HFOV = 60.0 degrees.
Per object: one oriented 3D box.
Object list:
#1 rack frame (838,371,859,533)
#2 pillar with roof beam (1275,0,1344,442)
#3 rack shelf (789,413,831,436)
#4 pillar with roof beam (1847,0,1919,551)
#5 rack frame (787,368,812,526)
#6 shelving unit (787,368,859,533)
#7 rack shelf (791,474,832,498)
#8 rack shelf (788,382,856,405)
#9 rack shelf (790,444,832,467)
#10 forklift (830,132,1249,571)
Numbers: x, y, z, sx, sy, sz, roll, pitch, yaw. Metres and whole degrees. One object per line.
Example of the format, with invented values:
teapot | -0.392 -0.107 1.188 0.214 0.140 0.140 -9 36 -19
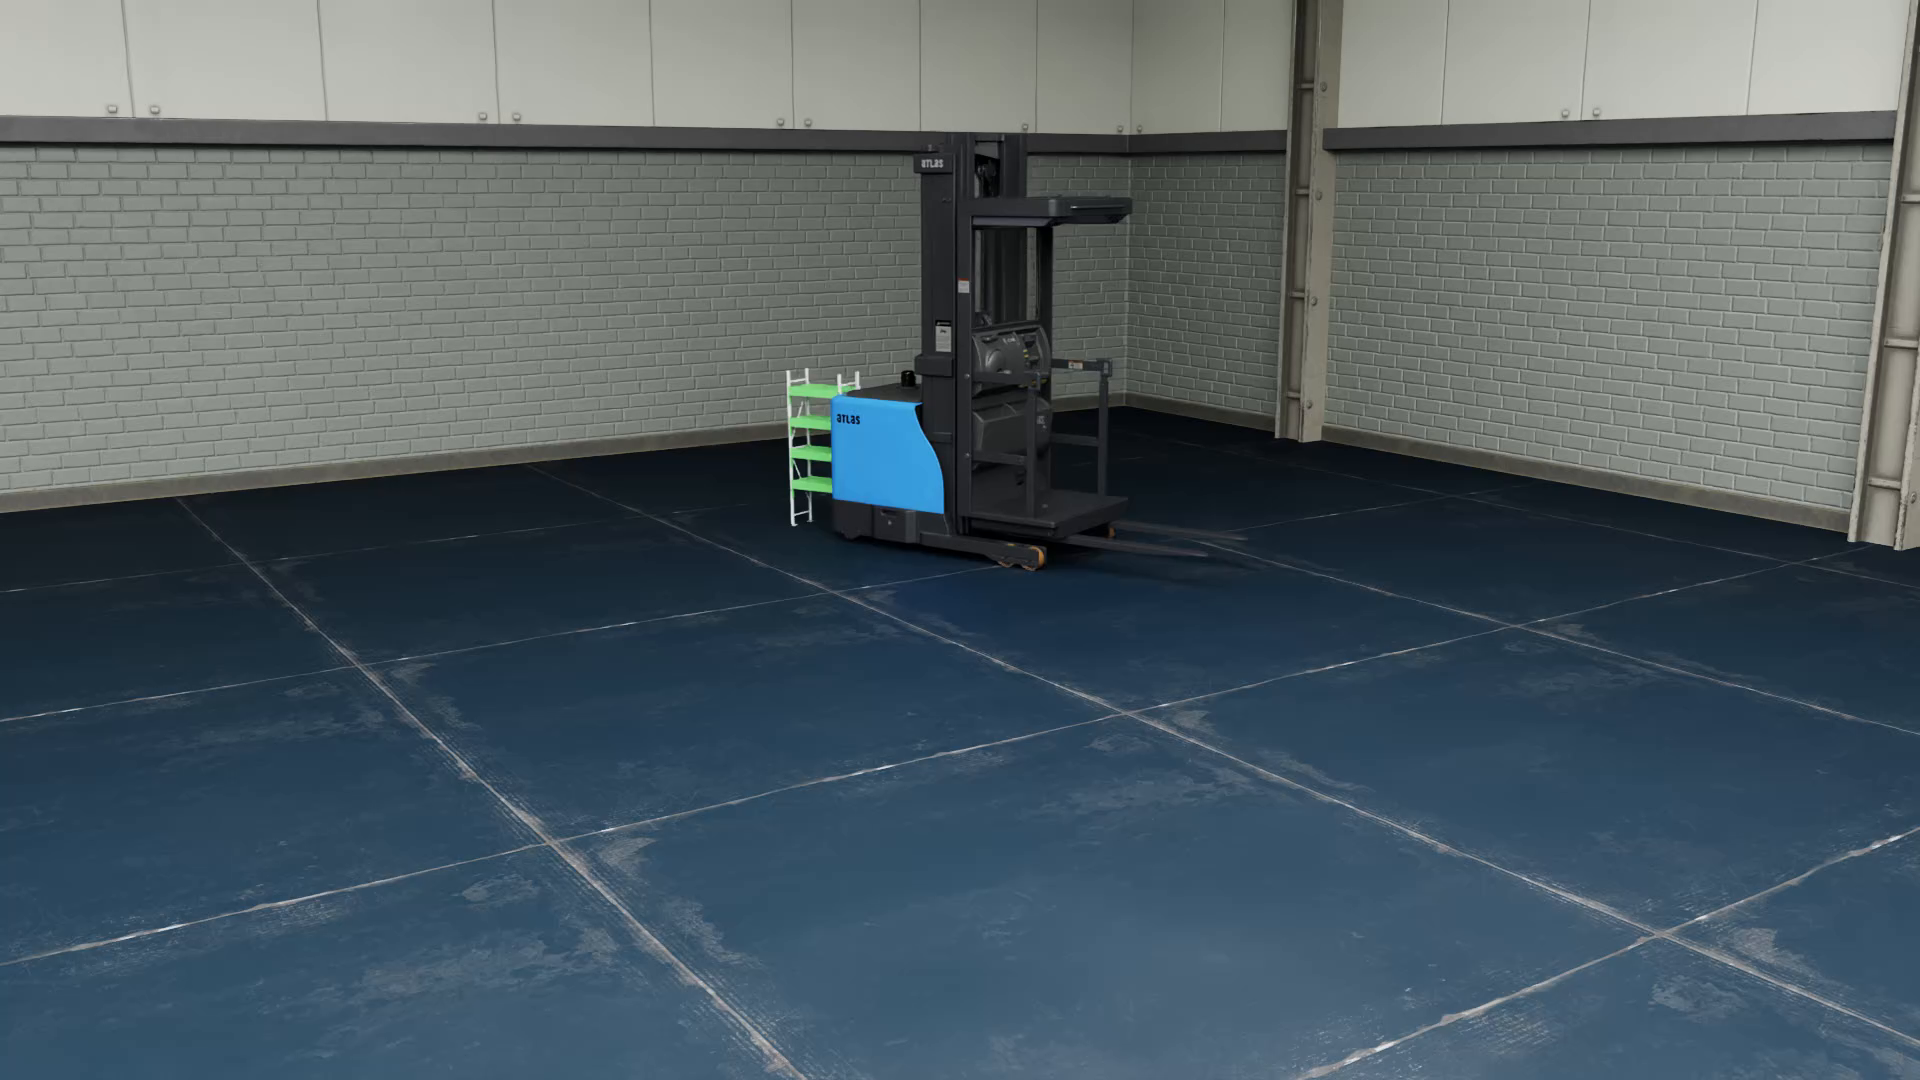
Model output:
rack frame | -0.830 -0.664 12.563 0.015 1.200 0.240 7 14 33
pillar with roof beam | -0.094 -4.930 13.844 9.100 9.000 0.400 -8 15 -33
rack shelf | -1.035 -0.862 12.659 0.480 0.148 0.258 7 14 33
pillar with roof beam | 3.230 -3.863 8.964 9.100 9.000 0.400 -8 15 -33
rack frame | -1.237 -0.716 12.828 0.015 1.200 0.240 7 14 33
shelving unit | -1.033 -0.690 12.696 0.503 1.200 0.258 7 14 33
rack shelf | -1.031 -0.393 12.759 0.480 0.148 0.258 7 14 33
rack shelf | -1.037 -1.097 12.609 0.480 0.148 0.258 7 14 33
rack shelf | -1.033 -0.628 12.709 0.480 0.148 0.258 7 14 33
forklift | 0.542 -1.349 11.669 3.031 2.935 1.130 8 15 33
